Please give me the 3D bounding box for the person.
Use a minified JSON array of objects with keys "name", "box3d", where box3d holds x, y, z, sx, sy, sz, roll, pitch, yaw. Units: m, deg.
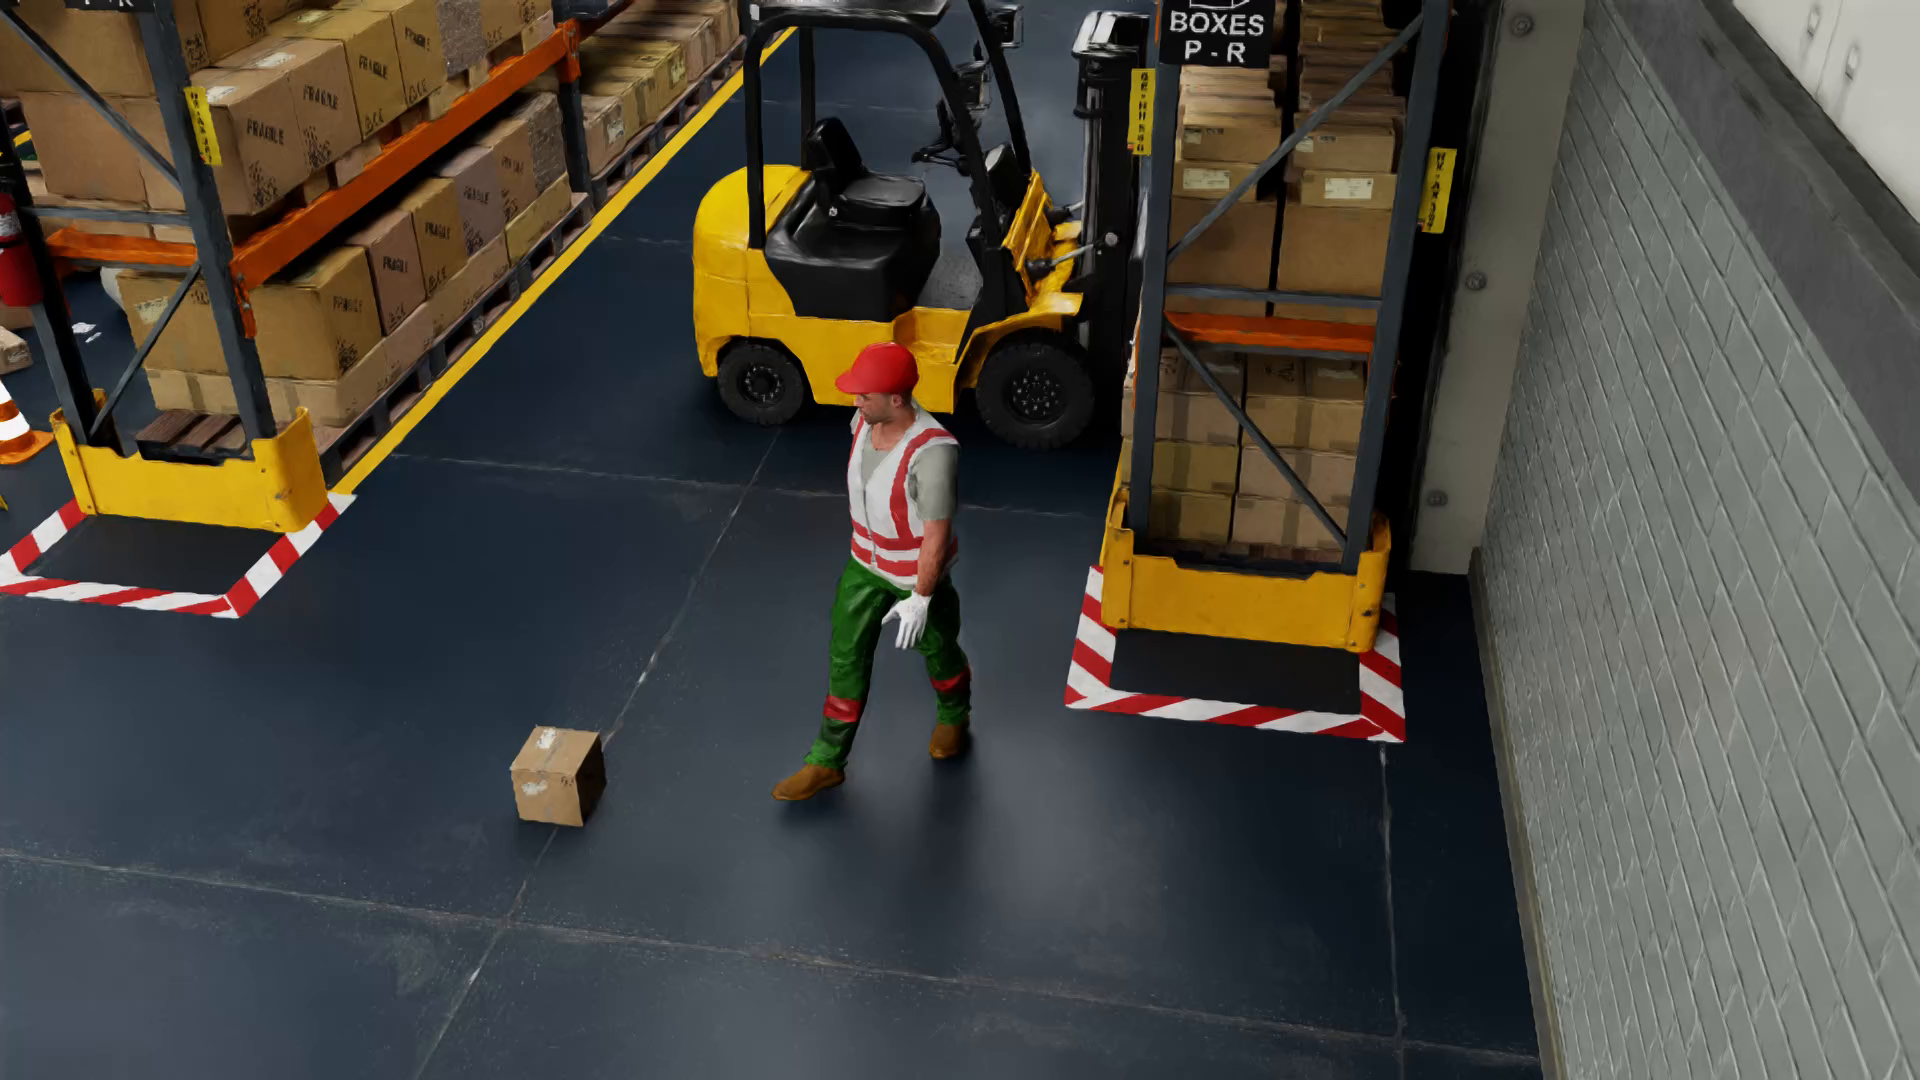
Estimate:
[{"name":"person","box3d":[-0.293,0.127,5.878,0.567,1.753,0.876,25,40,34]}]
